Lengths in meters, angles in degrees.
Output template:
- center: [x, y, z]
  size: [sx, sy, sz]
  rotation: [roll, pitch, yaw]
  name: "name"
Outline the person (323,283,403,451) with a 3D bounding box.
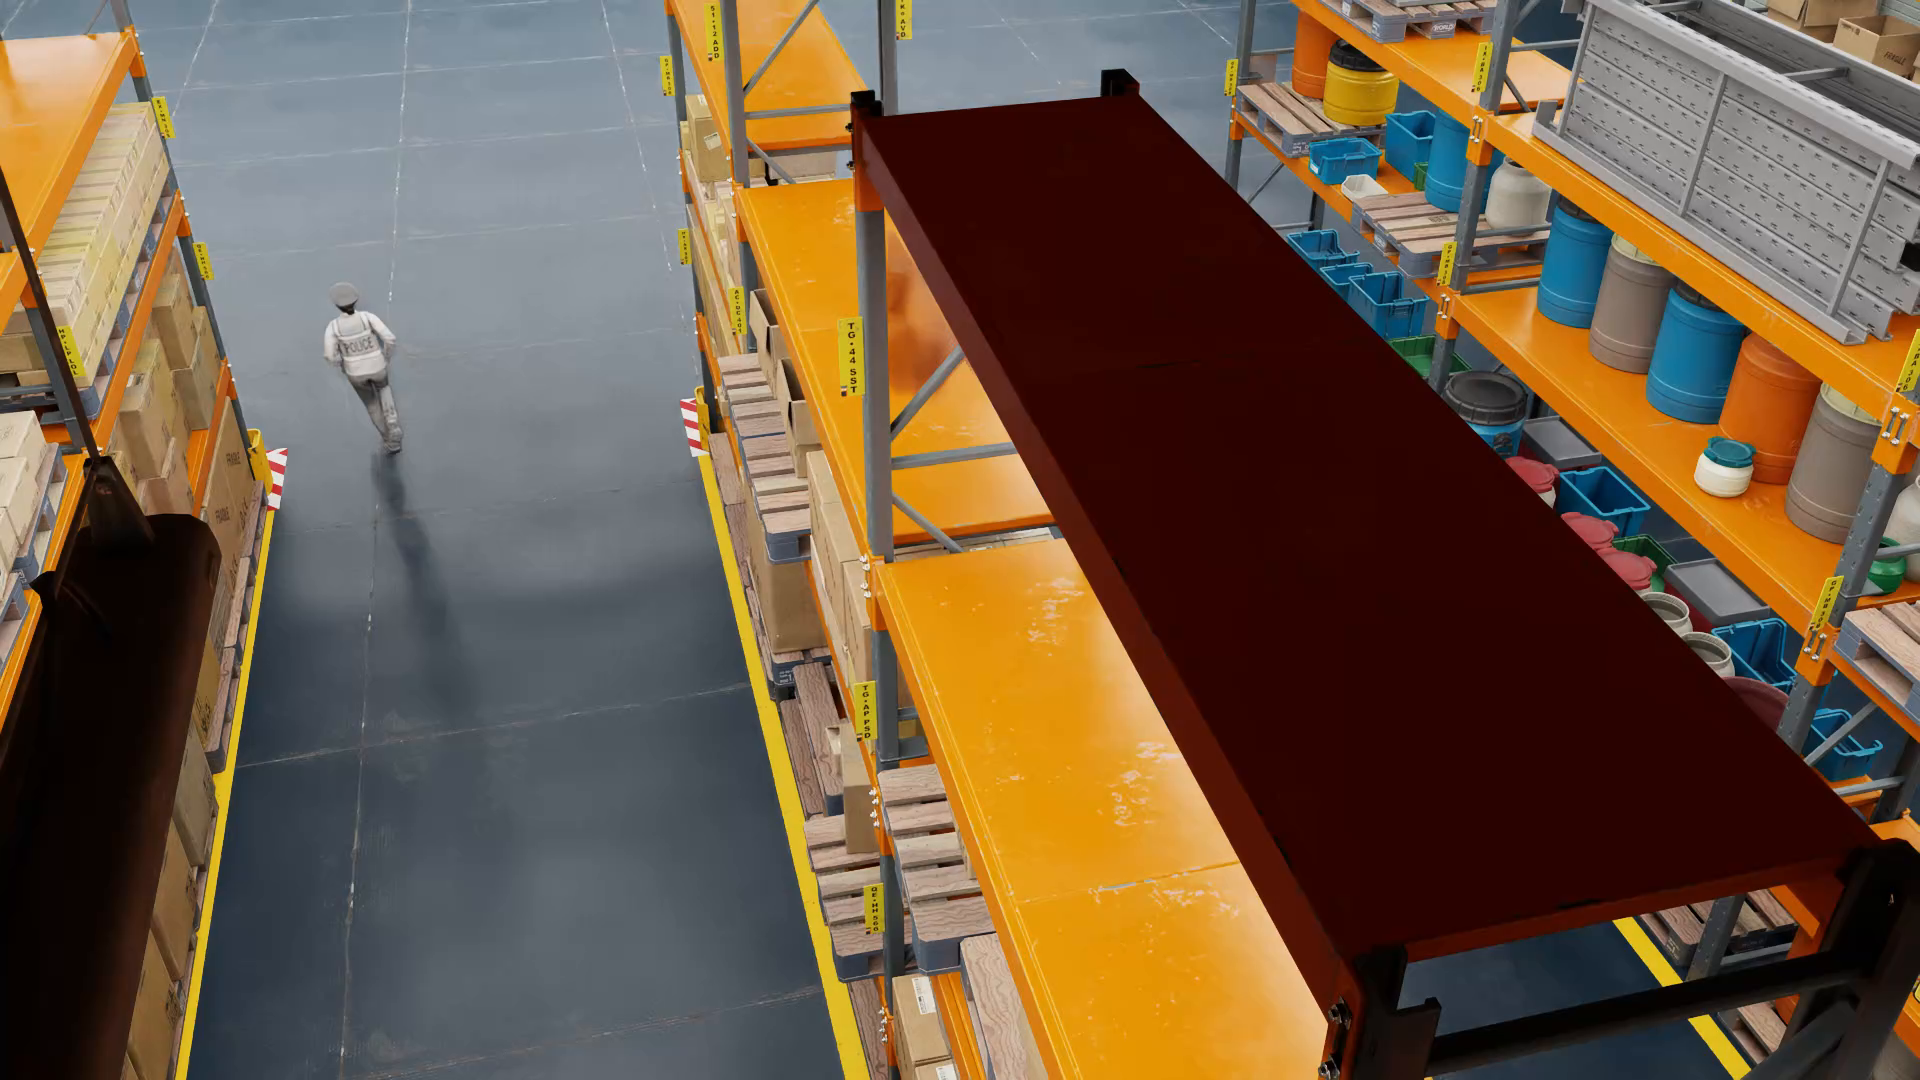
- center: [-5.358, -1.558, 14.937]
  size: [0.626, 1.631, 0.496]
  rotation: [-15, 37, -21]
  name: "person"
